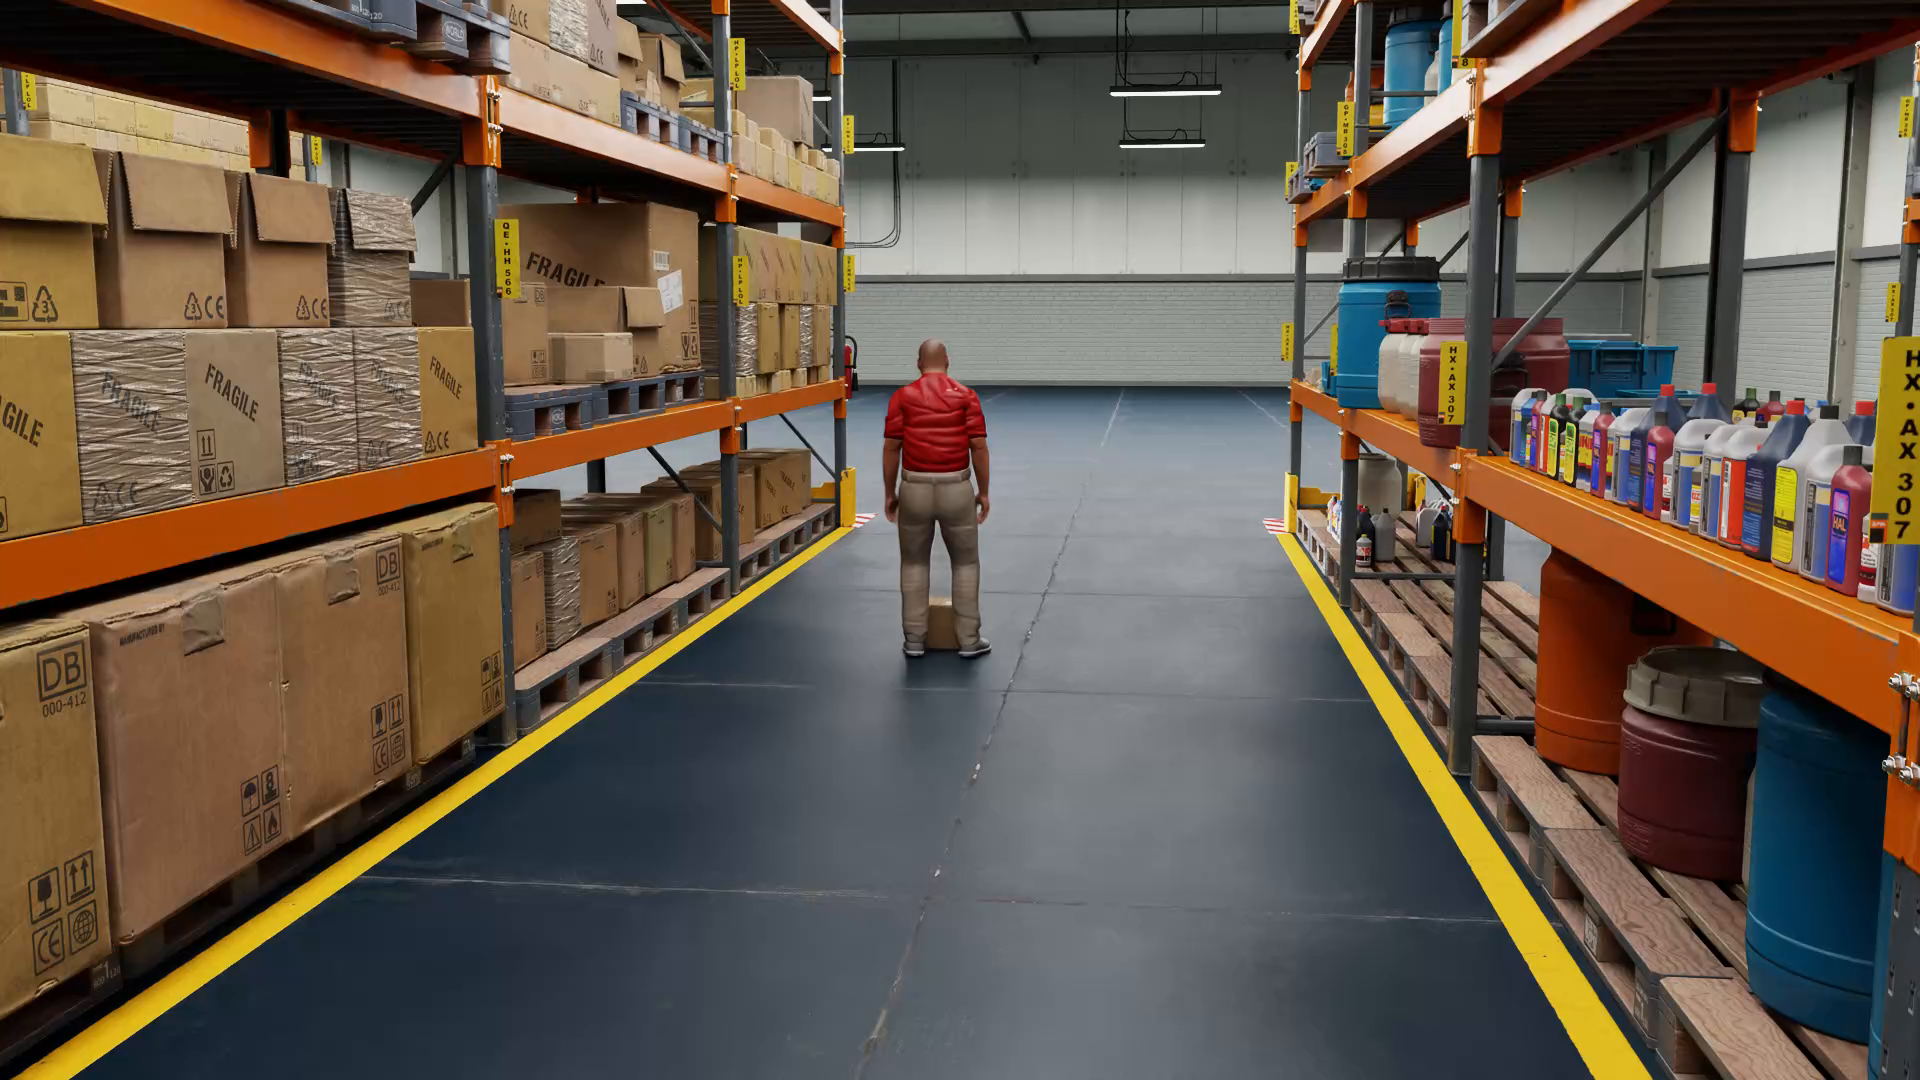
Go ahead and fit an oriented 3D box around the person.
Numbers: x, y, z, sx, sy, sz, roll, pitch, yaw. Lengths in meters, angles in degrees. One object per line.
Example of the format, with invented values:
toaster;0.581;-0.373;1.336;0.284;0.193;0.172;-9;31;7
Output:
person;-0.126;-0.227;9.063;0.588;1.725;0.392;1;8;4
